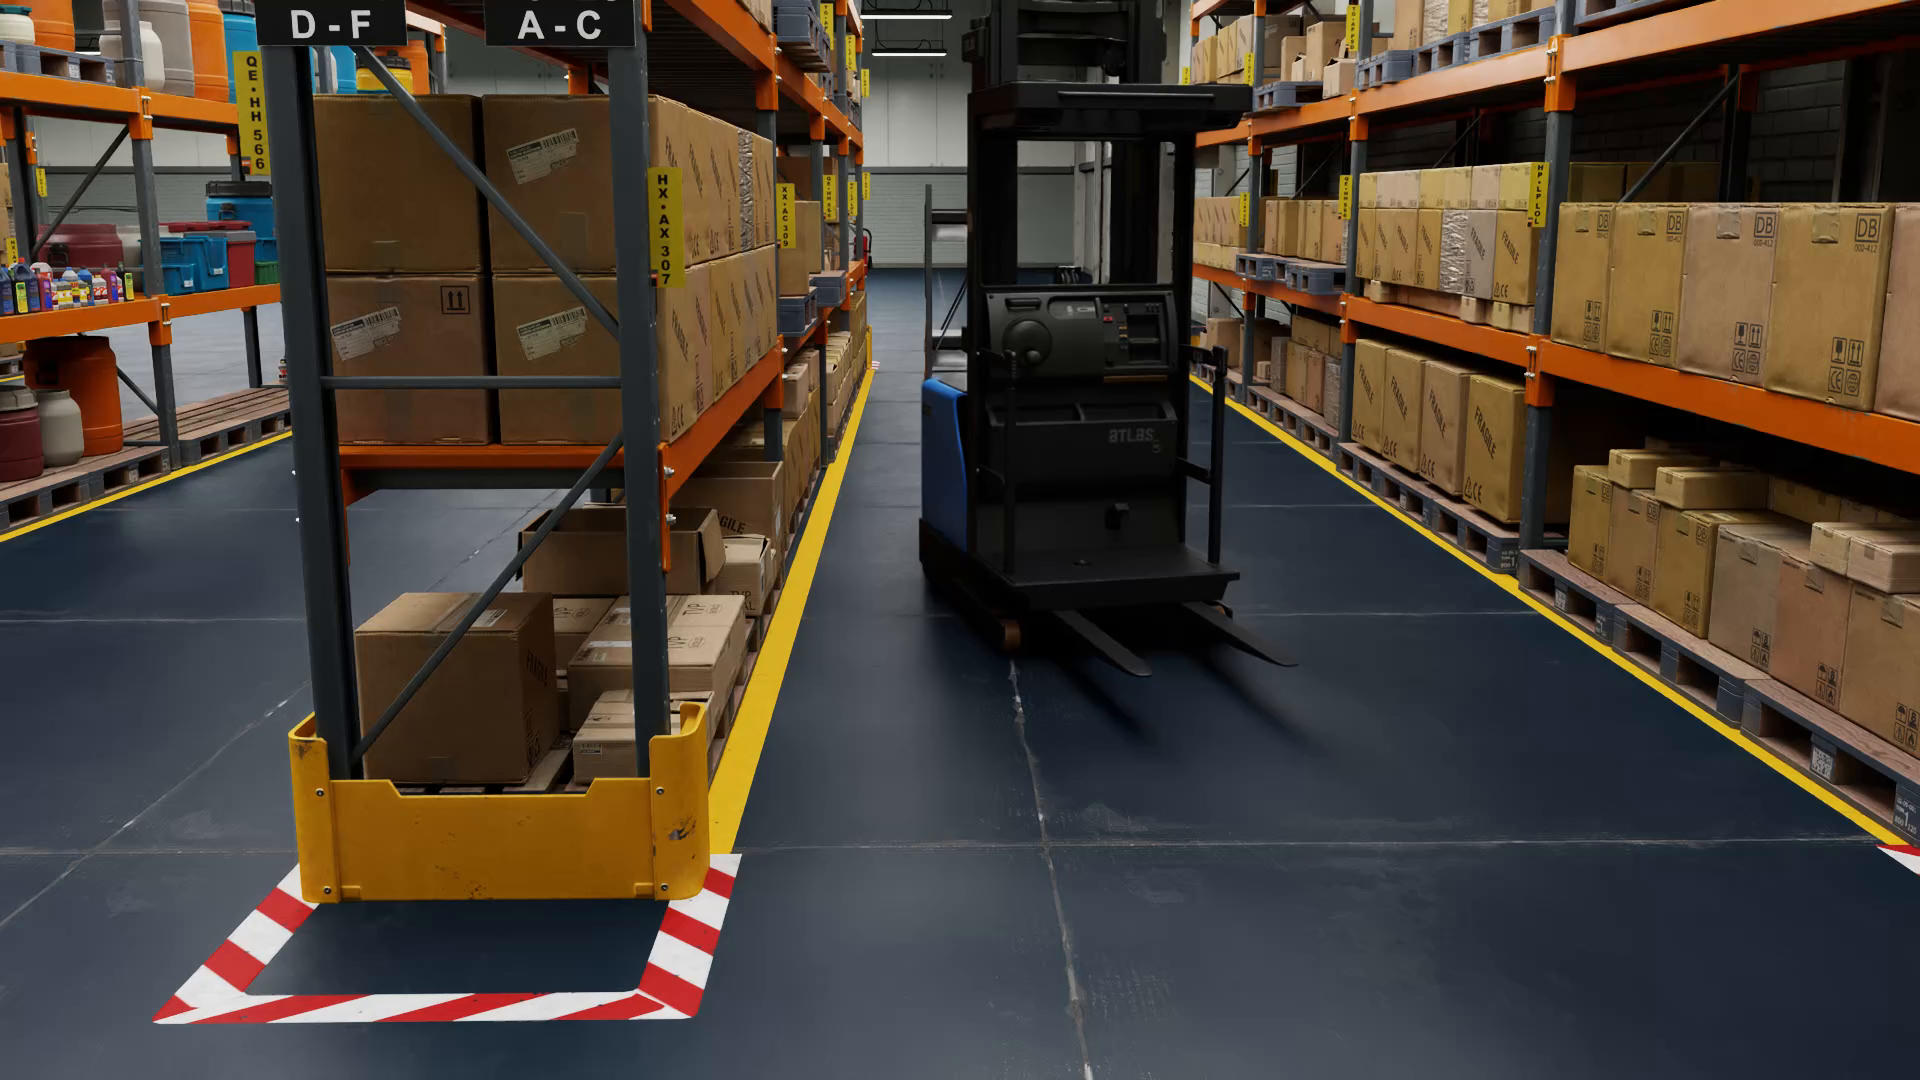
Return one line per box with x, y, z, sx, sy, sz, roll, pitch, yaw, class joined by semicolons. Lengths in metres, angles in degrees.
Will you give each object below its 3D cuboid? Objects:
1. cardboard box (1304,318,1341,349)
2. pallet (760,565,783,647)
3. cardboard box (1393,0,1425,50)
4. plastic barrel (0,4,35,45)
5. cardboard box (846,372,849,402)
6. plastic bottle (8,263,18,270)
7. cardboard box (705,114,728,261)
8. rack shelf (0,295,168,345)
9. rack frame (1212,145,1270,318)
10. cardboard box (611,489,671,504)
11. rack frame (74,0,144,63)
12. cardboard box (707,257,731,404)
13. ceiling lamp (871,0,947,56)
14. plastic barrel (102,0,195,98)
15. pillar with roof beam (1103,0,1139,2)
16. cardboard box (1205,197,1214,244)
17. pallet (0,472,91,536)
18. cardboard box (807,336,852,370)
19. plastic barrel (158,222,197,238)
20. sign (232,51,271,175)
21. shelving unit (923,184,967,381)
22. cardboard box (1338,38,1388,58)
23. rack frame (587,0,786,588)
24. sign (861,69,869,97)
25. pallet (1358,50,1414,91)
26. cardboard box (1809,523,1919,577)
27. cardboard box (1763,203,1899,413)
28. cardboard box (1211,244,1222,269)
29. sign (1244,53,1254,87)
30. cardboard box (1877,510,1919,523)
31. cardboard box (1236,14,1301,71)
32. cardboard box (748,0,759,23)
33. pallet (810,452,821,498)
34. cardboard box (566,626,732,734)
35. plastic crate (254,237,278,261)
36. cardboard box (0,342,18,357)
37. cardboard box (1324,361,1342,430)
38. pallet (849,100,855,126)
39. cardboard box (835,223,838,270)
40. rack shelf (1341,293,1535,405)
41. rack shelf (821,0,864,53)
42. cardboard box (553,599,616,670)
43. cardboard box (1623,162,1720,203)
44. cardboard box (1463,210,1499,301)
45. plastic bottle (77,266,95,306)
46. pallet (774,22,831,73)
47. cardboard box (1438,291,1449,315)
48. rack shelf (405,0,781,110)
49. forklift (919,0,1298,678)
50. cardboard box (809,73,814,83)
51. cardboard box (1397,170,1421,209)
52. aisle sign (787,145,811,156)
3.410;-1.860;14.979;0.500;0.250;0.500;-1;11;-3;cardboard box
-1.423;0.275;8.173;1.003;0.211;1.213;0;11;-1;pallet
3.501;-3.685;11.775;0.700;0.500;0.500;-1;12;-6;cardboard box
-6.302;-3.399;11.017;0.301;0.262;0.301;0;11;0;plastic barrel
-1.283;-1.393;15.241;0.500;0.250;0.500;0;11;0;cardboard box
-6.785;-1.855;11.973;0.152;0.276;0.135;0;11;-1;plastic bottle
-1.123;-1.265;5.982;0.500;0.500;0.500;0;11;0;cardboard box
-6.430;-1.254;10.503;1.077;0.370;4.000;0;11;-1;rack shelf
3.269;-3.635;20.430;1.000;3.000;0.127;0;11;-1;rack frame
-1.733;-0.316;9.251;0.500;0.500;0.500;0;11;-1;cardboard box
-6.471;-4.944;11.794;1.000;3.000;0.127;0;11;-1;rack frame
-1.122;-0.774;6.076;0.500;0.500;0.500;0;11;-1;cardboard box
-1.352;-14.475;44.093;2.000;3.185;0.800;0;11;-1;ceiling lamp
-6.271;-3.883;12.852;0.600;0.901;0.600;0;11;0;plastic barrel
-0.528;-9.999;36.715;9.100;9.000;0.548;0;11;-1;pillar with roof beam
3.005;-3.539;18.398;0.500;0.500;0.500;0;11;1;cardboard box
-6.391;-0.239;10.704;1.003;0.211;1.213;0;11;-1;pallet
-1.289;-1.769;15.682;0.500;0.311;0.500;0;11;0;cardboard box
-6.729;-2.442;14.212;0.433;0.535;0.433;0;11;0;plastic barrel
-1.909;-1.157;4.511;0.100;0.325;0.005;0;11;-1;sign
0.003;-0.996;9.688;0.431;2.100;0.503;0;11;-1;shelving unit
3.500;-3.833;13.553;0.797;0.503;0.637;1;12;7;cardboard box
-1.436;-1.228;8.568;1.000;3.000;0.127;0;11;-1;rack frame
-1.141;-5.478;19.945;0.100;0.325;0.005;0;11;-1;sign
3.500;-3.294;11.682;1.213;0.211;1.003;0;11;1;pallet
3.294;0.033;5.952;0.380;0.149;0.250;0;11;0;cardboard box
3.553;-0.847;5.935;0.980;0.700;0.700;0;11;-2;cardboard box
3.011;-3.068;17.963;0.500;0.250;0.500;0;11;-1;cardboard box
2.809;-4.559;16.143;0.100;0.325;0.005;0;11;-1;sign
3.671;-0.018;6.202;0.380;0.149;0.250;0;11;-1;cardboard box
3.070;-4.957;16.587;0.500;0.500;0.500;-1;12;-6;cardboard box
-1.160;-2.430;7.324;0.500;0.250;0.500;0;11;-1;cardboard box
-1.541;-0.508;12.033;1.003;0.211;1.213;0;11;-1;pallet
-1.091;0.490;5.907;0.500;0.250;0.500;0;11;-1;cardboard box
-6.220;-2.573;15.237;0.392;0.384;0.575;0;11;-1;plastic crate
-11.592;-2.430;19.724;0.500;0.500;0.500;2;12;9;cardboard box
3.367;-1.178;13.501;0.700;0.500;0.500;0;11;0;cardboard box
-1.667;-4.656;18.145;1.003;0.211;1.213;0;11;-1;pallet
-1.634;-3.060;17.348;0.700;0.500;0.500;0;11;-2;cardboard box
3.475;-1.294;10.703;1.077;0.370;4.000;0;11;-1;rack shelf
-1.643;-5.607;17.881;1.077;0.370;4.000;0;11;-1;rack shelf
-1.600;0.403;6.338;0.500;0.250;0.500;0;11;-1;cardboard box
3.768;-1.914;9.012;0.500;0.250;0.500;0;11;1;cardboard box
3.235;-1.646;9.578;0.500;0.500;0.500;0;11;-1;cardboard box
-6.043;-1.754;11.486;0.097;0.271;0.097;0;11;0;plastic bottle
-1.404;-2.942;9.945;1.213;0.211;1.003;0;11;-1;pallet
3.250;-1.507;10.527;0.380;0.149;0.250;0;11;1;cardboard box
-1.395;-1.948;6.382;1.077;0.370;4.000;0;11;-1;rack shelf
0.634;-1.005;7.641;1.130;2.935;3.031;-3;12;-14;forklift
-1.465;-3.354;11.253;0.910;0.500;0.500;0;11;-1;cardboard box
3.212;-2.319;11.009;0.500;0.250;0.500;0;11;-1;cardboard box
-1.991;-4.899;20.126;0.394;0.787;0.004;0;11;-1;aisle sign
